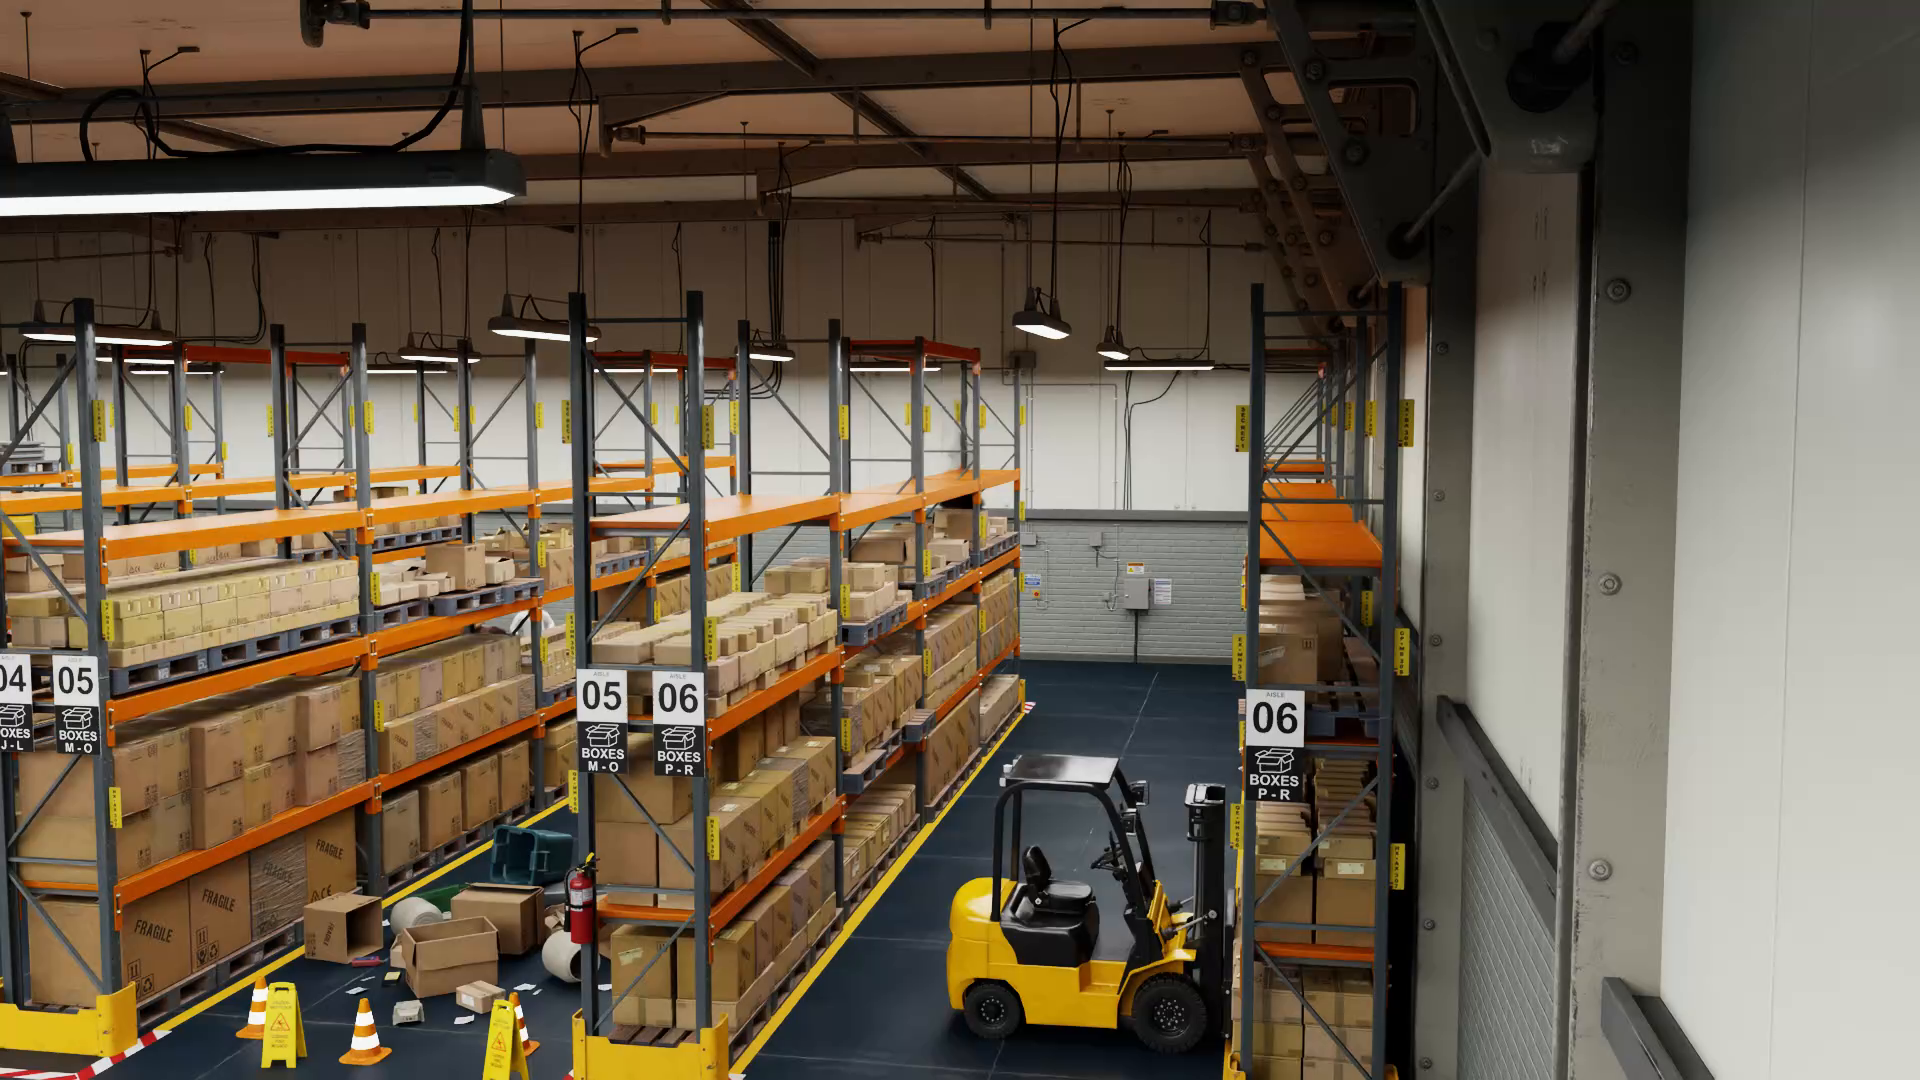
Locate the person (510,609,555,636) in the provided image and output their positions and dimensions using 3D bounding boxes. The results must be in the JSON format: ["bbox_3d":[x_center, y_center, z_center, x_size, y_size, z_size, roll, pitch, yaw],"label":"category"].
[{"bbox_3d":[-7.654,1.903,30.055,0.765,1.755,0.625,-4,6,-40],"label":"person"}]

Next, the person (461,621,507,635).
[{"bbox_3d":[-7.960,2.062,27.699,0.681,1.703,0.933,1,5,11],"label":"person"}]
